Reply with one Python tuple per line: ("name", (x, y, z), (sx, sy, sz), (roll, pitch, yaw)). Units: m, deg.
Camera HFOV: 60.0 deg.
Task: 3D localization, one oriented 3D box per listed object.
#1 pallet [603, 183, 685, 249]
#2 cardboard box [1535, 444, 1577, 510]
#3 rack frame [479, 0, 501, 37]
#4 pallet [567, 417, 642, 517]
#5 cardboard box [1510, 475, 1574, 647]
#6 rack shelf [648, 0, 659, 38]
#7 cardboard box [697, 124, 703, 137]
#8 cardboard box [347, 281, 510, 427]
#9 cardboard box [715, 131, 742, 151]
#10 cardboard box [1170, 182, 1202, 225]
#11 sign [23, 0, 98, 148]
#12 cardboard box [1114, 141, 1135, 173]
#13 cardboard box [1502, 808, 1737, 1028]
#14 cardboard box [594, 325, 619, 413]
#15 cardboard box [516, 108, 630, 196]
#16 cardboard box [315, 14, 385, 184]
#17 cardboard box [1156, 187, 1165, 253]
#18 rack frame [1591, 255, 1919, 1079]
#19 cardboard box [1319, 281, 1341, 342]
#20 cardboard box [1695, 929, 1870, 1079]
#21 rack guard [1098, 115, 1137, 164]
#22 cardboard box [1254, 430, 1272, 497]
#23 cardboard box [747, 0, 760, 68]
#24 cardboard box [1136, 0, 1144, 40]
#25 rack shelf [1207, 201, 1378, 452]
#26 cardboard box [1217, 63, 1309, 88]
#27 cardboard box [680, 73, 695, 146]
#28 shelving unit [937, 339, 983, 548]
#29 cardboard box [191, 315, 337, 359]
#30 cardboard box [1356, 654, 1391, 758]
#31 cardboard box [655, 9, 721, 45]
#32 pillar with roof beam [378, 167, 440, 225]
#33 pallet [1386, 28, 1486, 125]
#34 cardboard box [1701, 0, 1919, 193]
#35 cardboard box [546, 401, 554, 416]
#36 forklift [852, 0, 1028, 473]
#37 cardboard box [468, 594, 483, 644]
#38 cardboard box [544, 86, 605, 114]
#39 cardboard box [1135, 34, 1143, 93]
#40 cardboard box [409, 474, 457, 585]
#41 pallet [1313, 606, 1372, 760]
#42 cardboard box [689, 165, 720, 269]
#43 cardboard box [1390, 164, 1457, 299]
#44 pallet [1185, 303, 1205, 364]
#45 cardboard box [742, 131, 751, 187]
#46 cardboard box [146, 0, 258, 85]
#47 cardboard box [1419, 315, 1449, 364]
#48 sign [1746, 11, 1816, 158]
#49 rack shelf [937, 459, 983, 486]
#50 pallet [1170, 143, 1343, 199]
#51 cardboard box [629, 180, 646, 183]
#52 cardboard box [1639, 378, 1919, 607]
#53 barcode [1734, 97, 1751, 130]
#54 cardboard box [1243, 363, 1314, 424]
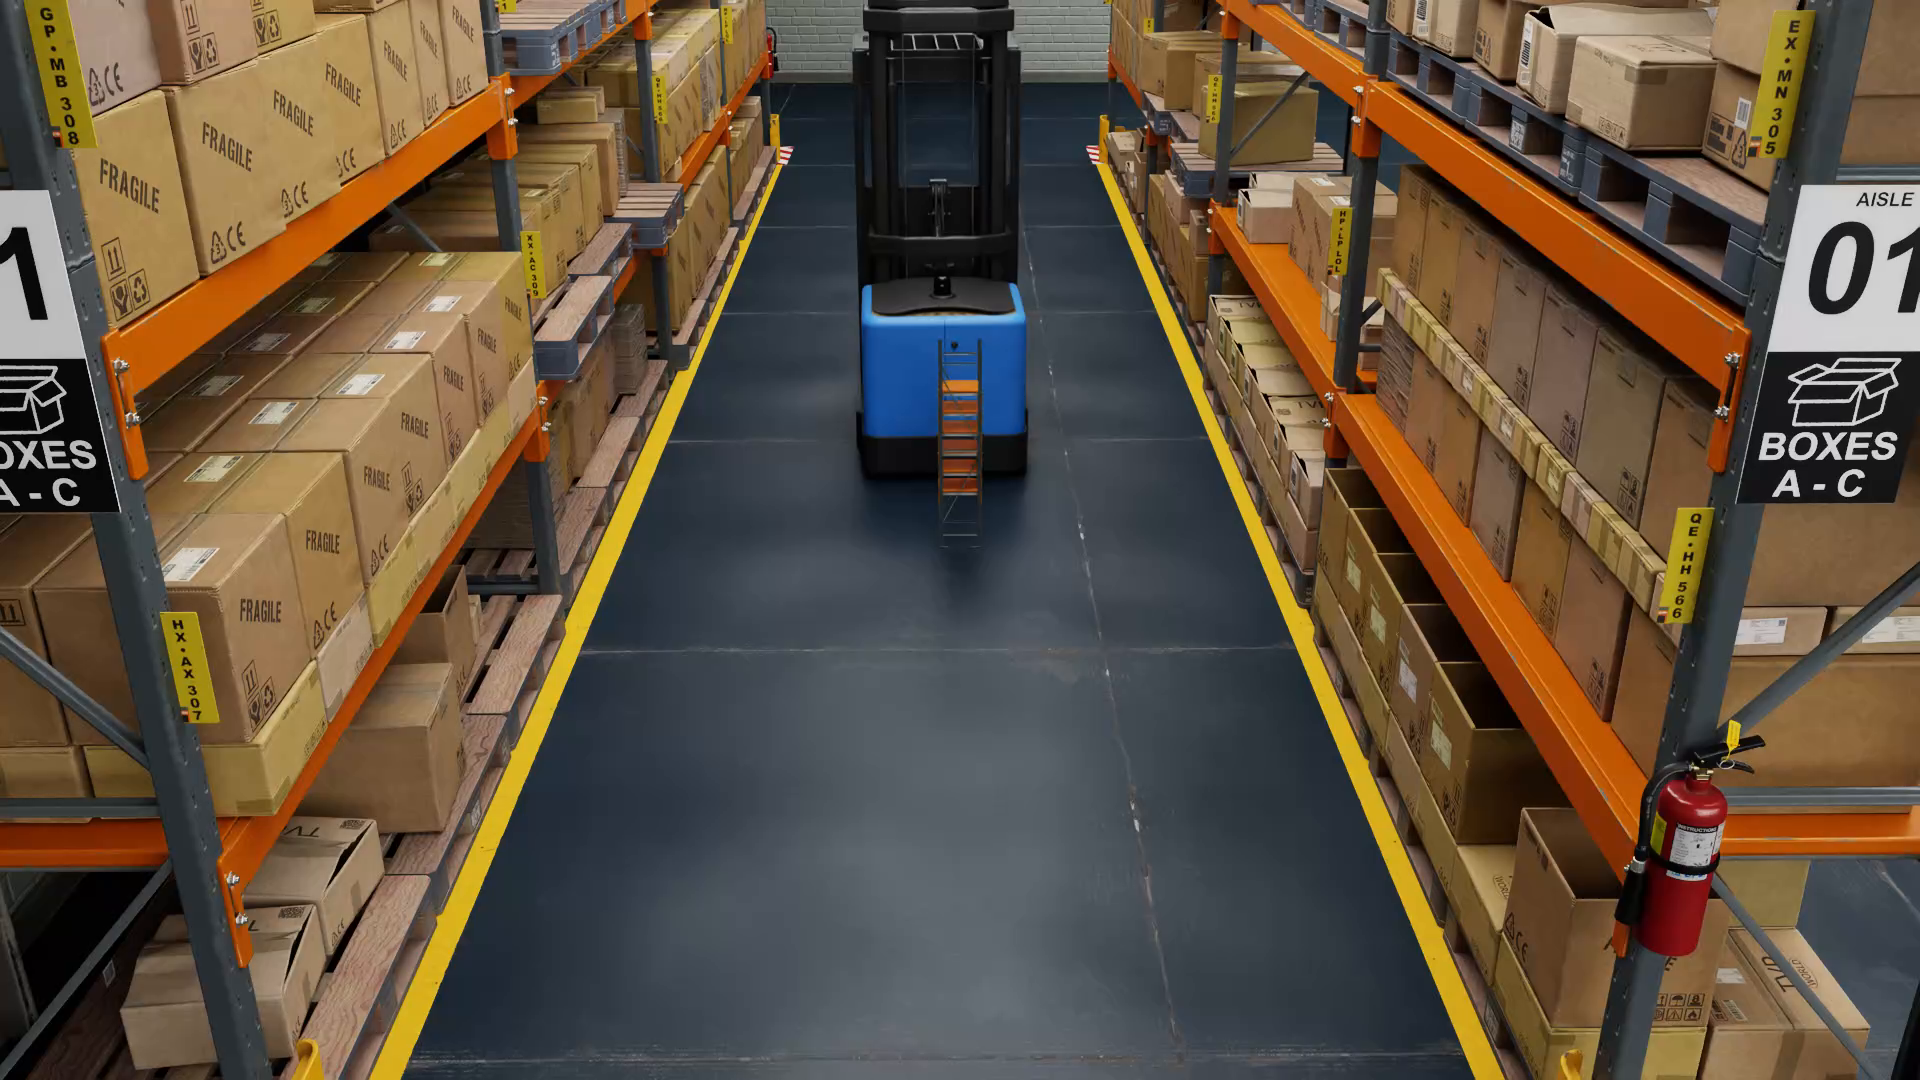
("pallet", (-2.520, -2.185, 11.175), (1.213, 0.211, 1.003), (0, 24, -1))
("cardboard box", (2.201, -0.216, 5.679), (0.380, 0.149, 0.250), (0, 24, 1))
("rack frame", (-2.591, -3.651, 6.903), (1.000, 3.000, 0.127), (0, 24, -1))
("pallet", (-2.617, -0.472, 10.537), (1.003, 0.211, 1.213), (0, 24, -1))
("cardboard box", (2.404, 0.048, 5.883), (0.700, 0.500, 0.500), (0, 24, 0))
("rack shelf", (-2.656, -4.429, 13.136), (1.077, 0.370, 4.000), (0, 24, -1))
("cardboard box", (-2.409, -3.550, 14.241), (0.380, 0.149, 0.250), (0, 24, -1))
("cardboard box", (-2.265, -0.801, 7.129), (0.500, 0.500, 0.500), (0, 24, -1))
("cardboard box", (-2.405, -4.013, 16.719), (0.380, 0.149, 0.250), (1, 24, 1))
("cardboard box", (2.054, -2.822, 13.939), (0.500, 0.250, 0.500), (-1, 24, -2))
("sign", (-2.005, -1.037, 3.702), (0.100, 0.325, 0.005), (0, 24, -1))
("cardboard box", (1.965, -4.196, 18.191), (0.500, 0.250, 0.500), (0, 24, -1))
("cardboard box", (2.103, 1.207, 5.358), (0.500, 0.500, 0.500), (0, 24, -1))
("cardboard box", (-2.685, -1.118, 11.082), (0.700, 0.500, 0.500), (0, 24, -1))
("cardboard box", (-2.619, -2.618, 11.244), (0.700, 0.500, 0.500), (-3, 25, -7))
("cardboard box", (-2.308, -1.486, 5.609), (0.500, 0.500, 0.500), (1, 24, 3))
("cardboard box", (2.054, -2.879, 14.976), (0.500, 0.500, 0.500), (0, 24, 0))
("rack frame", (2.406, 0.707, 4.547), (1.000, 3.000, 0.127), (0, 24, -1))
("cardboard box", (2.169, -1.242, 9.018), (0.396, 0.266, 0.258), (-1, 24, -2))
("cardboard box", (2.623, 1.546, 5.518), (0.500, 0.250, 0.500), (0, 24, -1))
("rack guard", (2.232, -4.716, 19.571), (1.175, 0.500, 0.348), (0, 24, -1))
("cardboard box", (2.058, -0.469, 9.974), (0.500, 0.250, 0.500), (0, 24, 1))
("cardboard box", (-2.687, -5.489, 17.883), (0.980, 0.700, 0.700), (0, 24, -1))
("cardboard box", (2.003, -5.157, 16.179), (0.500, 0.500, 0.500), (-1, 24, -2))
("rack shelf", (2.341, -1.438, 10.162), (1.077, 0.370, 4.000), (0, 24, -1))
("cardboard box", (2.380, -3.463, 13.137), (0.700, 0.500, 0.500), (4, 25, 9))
("cardboard box", (-2.385, -3.378, 13.072), (0.500, 0.500, 0.500), (0, 24, -1))
("shelving unit", (0.000, -0.541, 9.490), (0.258, 1.200, 0.189), (0, 24, -1))
("cardboard box", (-2.793, -0.587, 6.655), (0.500, 0.500, 0.500), (0, 24, 1))
("cardboard box", (2.065, 0.725, 7.335), (0.500, 0.250, 0.500), (0, 24, -1))
("cardboard box", (-2.417, -4.555, 14.764), (0.500, 0.250, 0.500), (0, 24, 1))
("pillar with roof beam", (0.820, -4.779, 9.397), (9.100, 9.000, 0.400), (0, 24, -1))
("pallet", (2.398, -1.916, 6.815), (1.003, 0.211, 1.213), (0, 24, -1))
("cardboard box", (2.404, -1.199, 4.316), (0.797, 0.503, 0.637), (1, 24, 3))
("cardboard box", (-2.624, -0.806, 9.480), (0.500, 0.250, 0.500), (-1, 24, -2))
("forklift", (-0.163, -2.324, 11.333), (1.130, 2.935, 3.031), (-1, 24, -2))
("cardboard box", (-2.555, 0.393, 8.145), (0.380, 0.166, 0.250), (-3, 25, -7))
("cardboard box", (-2.601, -2.965, 11.224), (0.380, 0.149, 0.250), (-3, 25, -7))
("cardboard box", (2.006, -4.701, 16.382), (0.500, 0.500, 0.500), (0, 24, 1))
("cardboard box", (-2.258, -0.045, 6.367), (0.500, 0.250, 0.500), (0, 24, 0))
("pallet", (2.329, 0.657, 8.041), (1.003, 0.211, 1.213), (0, 24, -1))
("cardboard box", (-2.528, -2.792, 14.383), (0.750, 0.750, 0.750), (0, 24, 1))
("cardboard box", (2.374, -1.395, 7.499), (0.700, 0.500, 0.500), (0, 24, 0))
("pallet", (2.349, -1.627, 13.091), (1.003, 0.211, 1.213), (0, 24, -1))
("cardboard box", (-2.589, -3.994, 17.464), (0.700, 0.500, 0.500), (0, 24, 1))
("cardboard box", (-2.263, -1.513, 4.457), (0.500, 0.500, 0.500), (-1, 24, -1))
("cardboard box", (2.184, -0.853, 7.088), (0.380, 0.149, 0.250), (0, 24, -1))
("sign", (1.863, -1.031, 3.770), (0.100, 0.325, 0.005), (0, 24, -1))
("rack shelf", (0.000, -0.391, 9.557), (0.258, 0.103, 0.180), (0, 24, -1))
("pallet", (2.241, -2.781, 12.492), (1.213, 0.211, 1.003), (0, 24, -1))
("cardboard box", (-2.406, -2.597, 12.133), (0.380, 0.149, 0.250), (-1, 24, -1))
("cardboard box", (2.413, -0.144, 4.733), (0.700, 0.500, 0.500), (0, 24, 0))
("barcode", (1.921, -1.047, 4.080), (0.001, 0.075, 0.075), (0, 24, -1))
("cardboard box", (2.055, -0.928, 10.309), (0.500, 0.311, 0.500), (-1, 24, -1))
